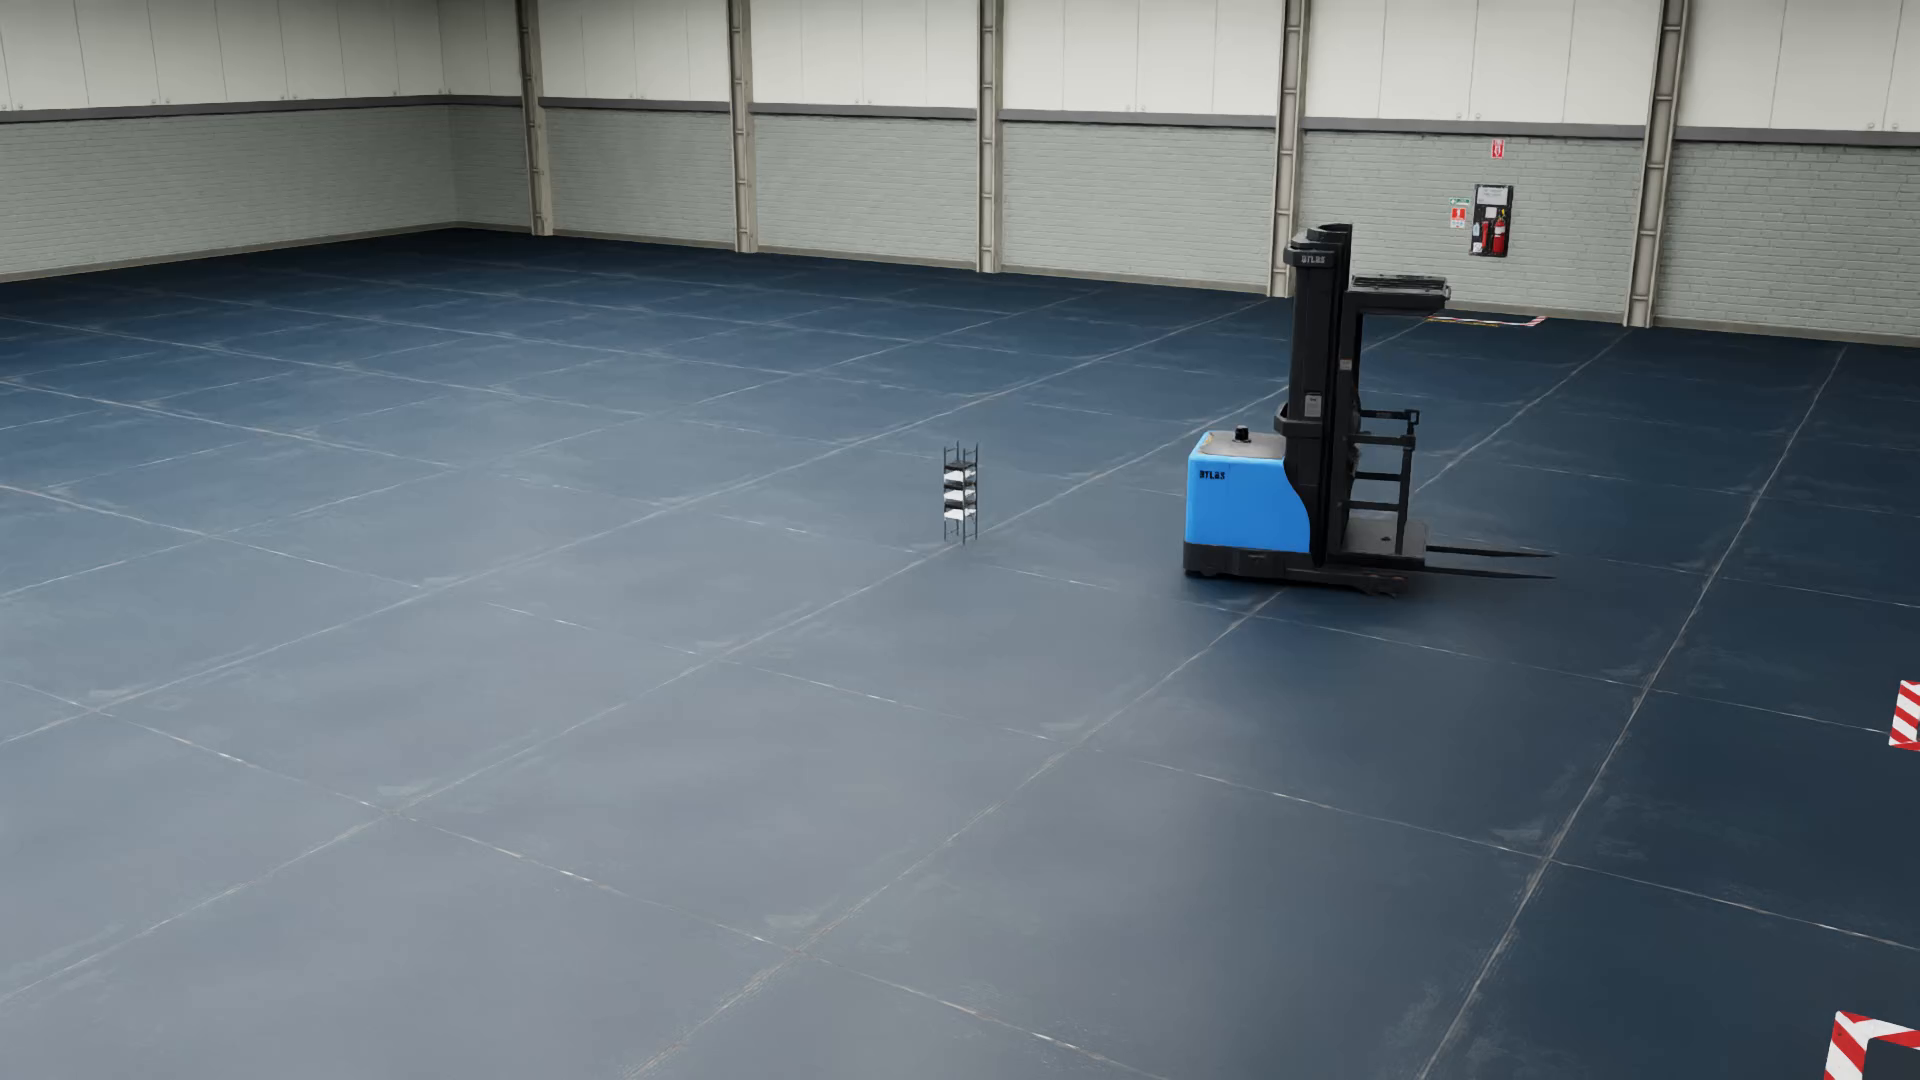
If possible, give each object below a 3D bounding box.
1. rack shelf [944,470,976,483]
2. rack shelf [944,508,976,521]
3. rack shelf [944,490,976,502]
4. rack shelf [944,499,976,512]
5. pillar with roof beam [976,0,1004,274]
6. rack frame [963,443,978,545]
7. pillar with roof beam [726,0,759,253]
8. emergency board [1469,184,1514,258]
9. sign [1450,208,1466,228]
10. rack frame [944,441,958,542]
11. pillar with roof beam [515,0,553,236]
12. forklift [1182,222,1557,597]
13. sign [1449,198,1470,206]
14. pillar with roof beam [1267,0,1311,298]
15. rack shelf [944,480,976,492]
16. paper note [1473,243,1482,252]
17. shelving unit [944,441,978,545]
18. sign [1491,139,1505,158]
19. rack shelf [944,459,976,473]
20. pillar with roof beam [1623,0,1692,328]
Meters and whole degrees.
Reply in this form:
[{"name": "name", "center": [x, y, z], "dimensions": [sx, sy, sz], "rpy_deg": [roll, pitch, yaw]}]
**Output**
[{"name": "rack shelf", "center": [0.007, -0.570, 15.072], "dimensions": [0.200, 0.077, 0.258], "rpy_deg": [10, 20, 30]}, {"name": "rack shelf", "center": [0.007, -0.225, 15.177], "dimensions": [0.200, 0.077, 0.258], "rpy_deg": [10, 20, 30]}, {"name": "rack shelf", "center": [0.007, -0.397, 15.125], "dimensions": [0.200, 0.077, 0.258], "rpy_deg": [10, 20, 30]}, {"name": "rack shelf", "center": [0.007, -0.311, 15.151], "dimensions": [0.200, 0.077, 0.258], "rpy_deg": [10, 20, 30]}, {"name": "pillar with roof beam", "center": [-1.685, -8.478, 27.676], "dimensions": [0.400, 9.000, 9.100], "rpy_deg": [10, 20, 30]}, {"name": "rack frame", "center": [0.094, -0.414, 15.064], "dimensions": [0.006, 0.900, 0.240], "rpy_deg": [10, 20, 30]}, {"name": "pillar with roof beam", "center": [-6.797, -9.390, 30.681], "dimensions": [0.400, 9.000, 9.100], "rpy_deg": [10, 20, 30]}, {"name": "emergency board", "center": [8.708, -5.233, 27.318], "dimensions": [0.643, 1.169, 0.194], "rpy_deg": [10, 20, 30]}, {"name": "sign", "center": [8.291, -5.360, 27.674], "dimensions": [0.234, 0.329, 0.001], "rpy_deg": [10, 20, 30]}, {"name": "rack frame", "center": [-0.080, -0.445, 15.166], "dimensions": [0.006, 0.900, 0.240], "rpy_deg": [10, 20, 30]}, {"name": "pillar with roof beam", "center": [-11.910, -10.303, 33.685], "dimensions": [0.400, 9.000, 9.100], "rpy_deg": [10, 20, 30]}, {"name": "forklift", "center": [3.482, -1.103, 13.840], "dimensions": [3.031, 2.935, 1.130], "rpy_deg": [5, 18, 16]}, {"name": "sign", "center": [8.290, -5.611, 27.587], "dimensions": [0.331, 0.109, 0.001], "rpy_deg": [10, 20, 30]}, {"name": "pillar with roof beam", "center": [3.428, -7.565, 24.672], "dimensions": [0.400, 9.000, 9.100], "rpy_deg": [10, 20, 30]}, {"name": "rack shelf", "center": [0.007, -0.484, 15.099], "dimensions": [0.200, 0.077, 0.258], "rpy_deg": [10, 20, 30]}, {"name": "paper note", "center": [8.593, -4.856, 27.591], "dimensions": [0.142, 0.148, 0.016], "rpy_deg": [10, 20, 30]}, {"name": "shelving unit", "center": [0.007, -0.429, 15.115], "dimensions": [0.210, 0.900, 0.258], "rpy_deg": [10, 20, 30]}, {"name": "sign", "center": [8.753, -6.369, 27.066], "dimensions": [0.199, 0.298, 0.001], "rpy_deg": [10, 20, 30]}, {"name": "rack shelf", "center": [0.007, -0.656, 15.046], "dimensions": [0.200, 0.077, 0.258], "rpy_deg": [10, 20, 30]}, {"name": "pillar with roof beam", "center": [8.541, -6.652, 21.667], "dimensions": [0.400, 9.000, 9.100], "rpy_deg": [10, 20, 30]}]
